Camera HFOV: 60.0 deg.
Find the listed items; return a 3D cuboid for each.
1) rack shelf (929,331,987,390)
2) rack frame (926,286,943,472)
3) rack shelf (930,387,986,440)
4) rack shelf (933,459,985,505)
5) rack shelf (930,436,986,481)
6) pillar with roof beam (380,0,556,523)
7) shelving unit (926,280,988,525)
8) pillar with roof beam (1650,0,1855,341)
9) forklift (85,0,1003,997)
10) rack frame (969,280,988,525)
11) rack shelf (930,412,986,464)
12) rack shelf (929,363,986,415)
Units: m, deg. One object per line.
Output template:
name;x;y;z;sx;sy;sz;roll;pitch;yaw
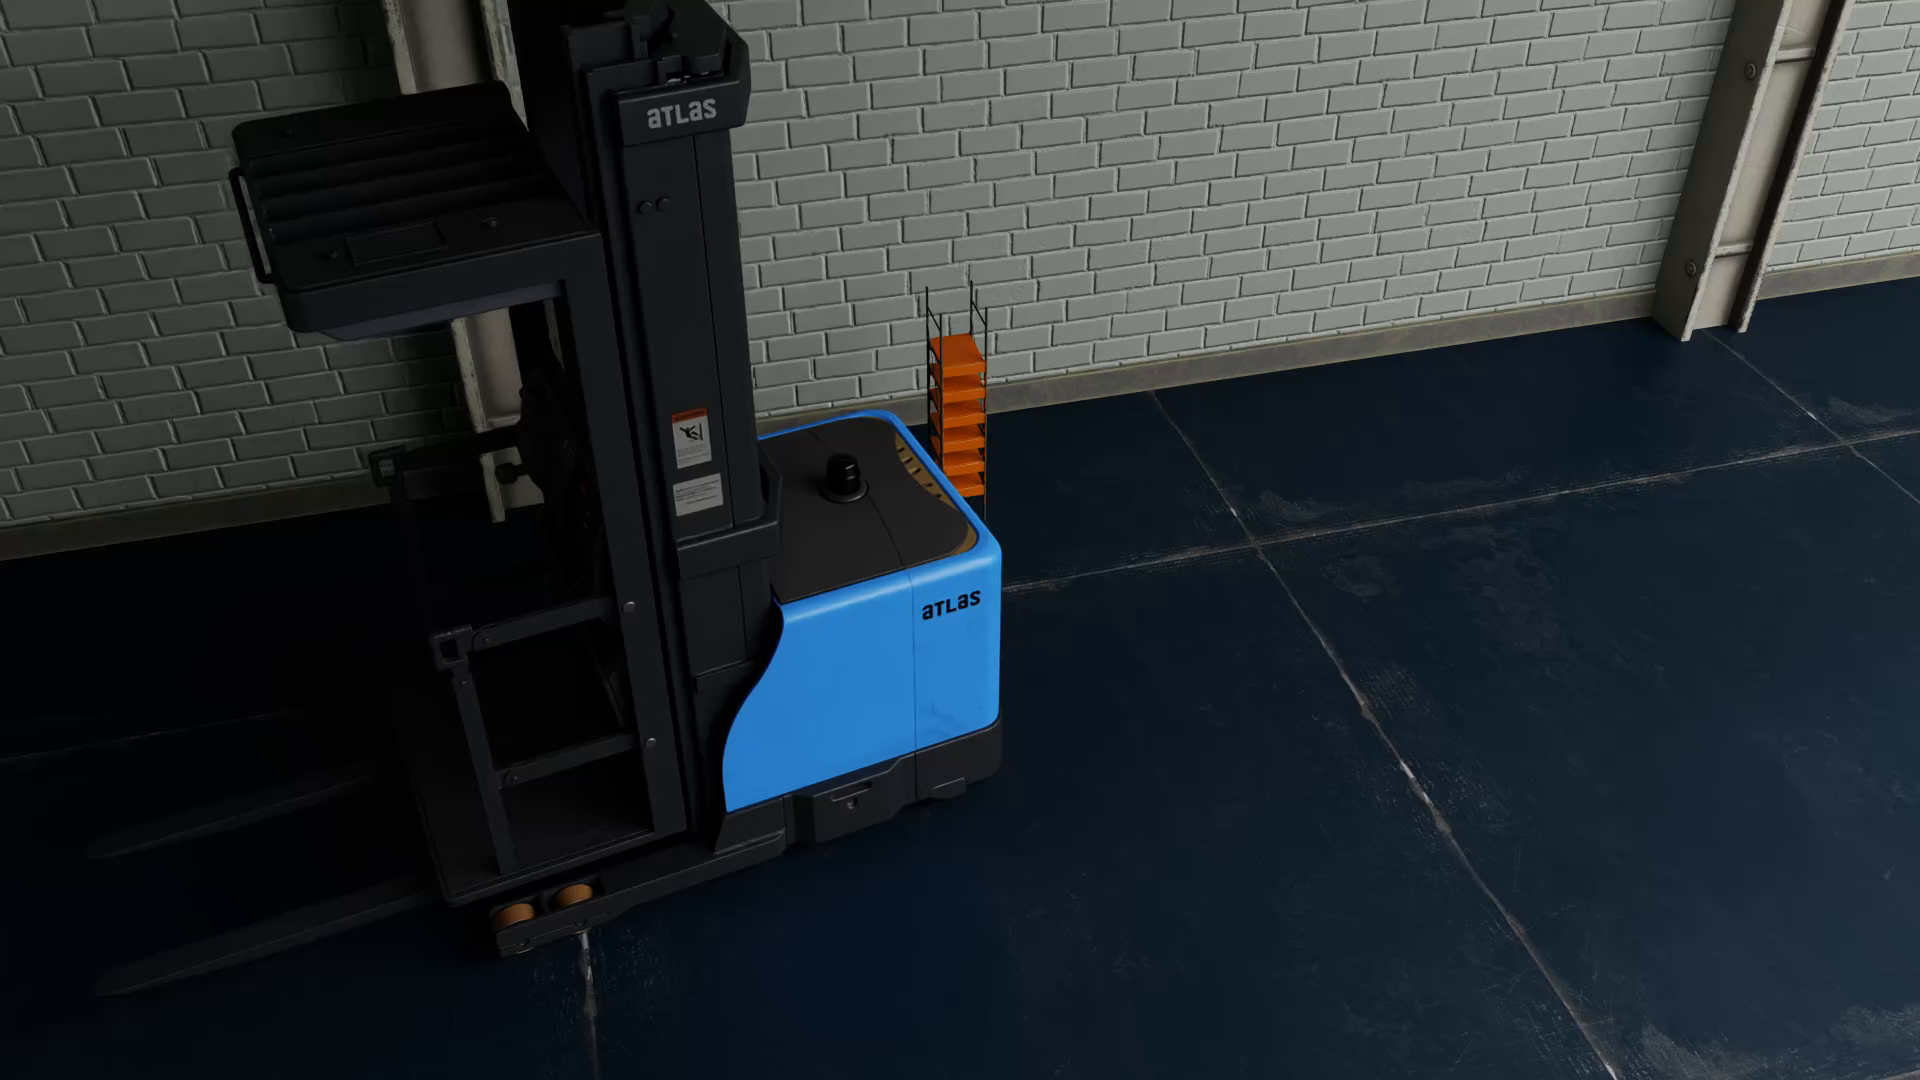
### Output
rack shelf;-0.014;-0.725;6.691;0.180;0.103;0.258;-9;38;-12
rack frame;-0.102;-0.460;6.864;0.006;1.200;0.240;-9;38;-12
rack shelf;-0.014;-0.534;6.837;0.180;0.103;0.258;-9;38;-12
rack shelf;-0.014;-0.248;7.055;0.180;0.103;0.258;-9;38;-12
rack shelf;-0.014;-0.344;6.982;0.180;0.103;0.258;-9;38;-12
pillar with roof beam;-0.796;-1.246;1.473;0.400;9.000;9.100;-9;38;-12
shelving unit;-0.014;-0.474;6.882;0.189;1.200;0.258;-9;38;-12
pillar with roof beam;4.997;-2.197;2.715;0.400;9.000;9.100;-9;38;-12
forklift;-1.406;-0.171;5.062;3.031;2.935;1.130;-16;40;-20
rack frame;0.074;-0.489;6.901;0.006;1.200;0.240;-9;38;-12
rack shelf;-0.014;-0.439;6.909;0.180;0.103;0.258;-9;38;-12
rack shelf;-0.014;-0.630;6.764;0.180;0.103;0.258;-9;38;-12
